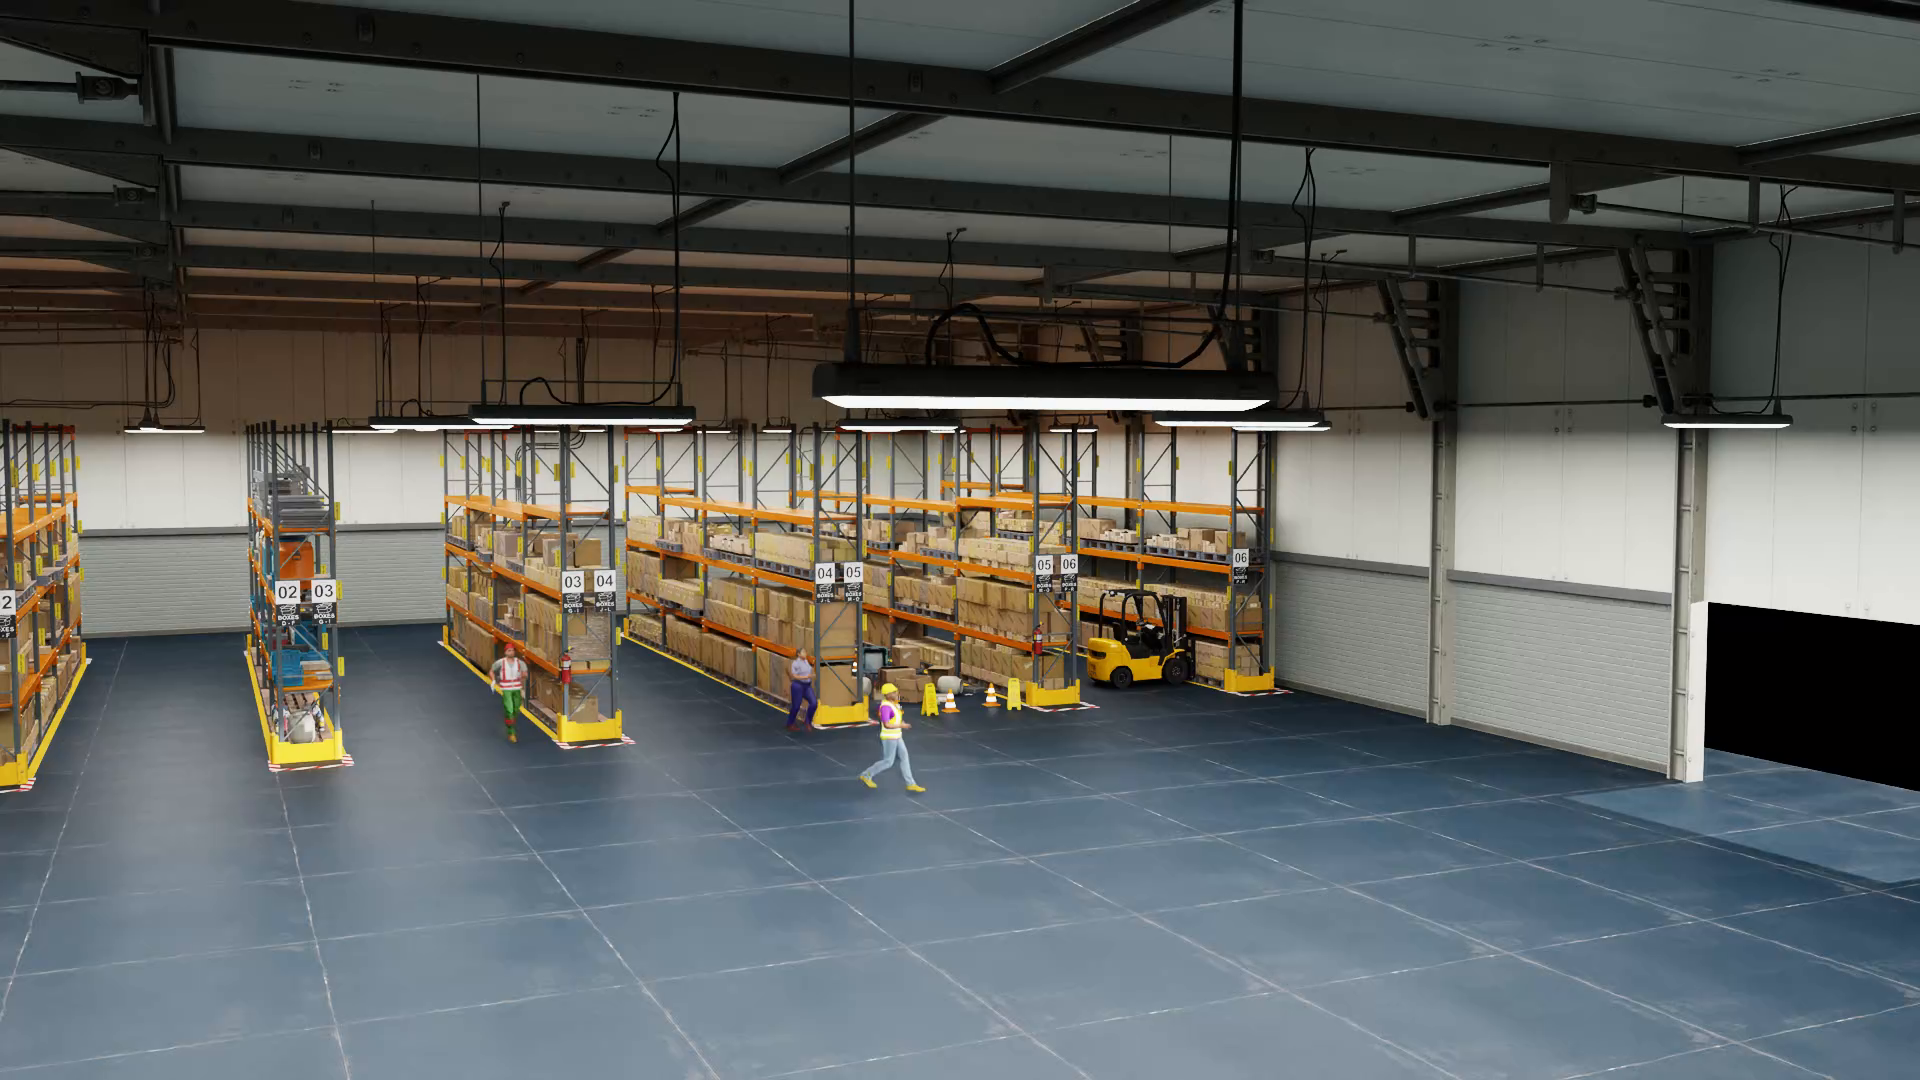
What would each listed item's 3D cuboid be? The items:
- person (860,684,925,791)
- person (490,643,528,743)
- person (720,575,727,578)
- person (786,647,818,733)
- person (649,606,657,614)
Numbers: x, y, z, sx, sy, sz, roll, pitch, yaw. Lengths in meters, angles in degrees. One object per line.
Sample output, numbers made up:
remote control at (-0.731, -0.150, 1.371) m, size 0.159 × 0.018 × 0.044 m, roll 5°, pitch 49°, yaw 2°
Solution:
person at (-1.067, 3.164, 26.629) m, size 1.001 × 1.744 × 0.714 m, roll 1°, pitch 4°, yaw 8°
person at (-8.465, 2.865, 31.323) m, size 0.667 × 1.826 × 0.756 m, roll -2°, pitch 4°, yaw -32°
person at (-6.634, 1.907, 46.707) m, size 0.648 × 1.828 × 0.851 m, roll -2°, pitch 4°, yaw -30°
person at (-3.045, 2.901, 32.147) m, size 0.685 × 1.684 × 0.606 m, roll 3°, pitch 4°, yaw 36°
person at (-8.945, 1.815, 49.406) m, size 0.676 × 1.640 × 0.555 m, roll -2°, pitch 4°, yaw -23°
